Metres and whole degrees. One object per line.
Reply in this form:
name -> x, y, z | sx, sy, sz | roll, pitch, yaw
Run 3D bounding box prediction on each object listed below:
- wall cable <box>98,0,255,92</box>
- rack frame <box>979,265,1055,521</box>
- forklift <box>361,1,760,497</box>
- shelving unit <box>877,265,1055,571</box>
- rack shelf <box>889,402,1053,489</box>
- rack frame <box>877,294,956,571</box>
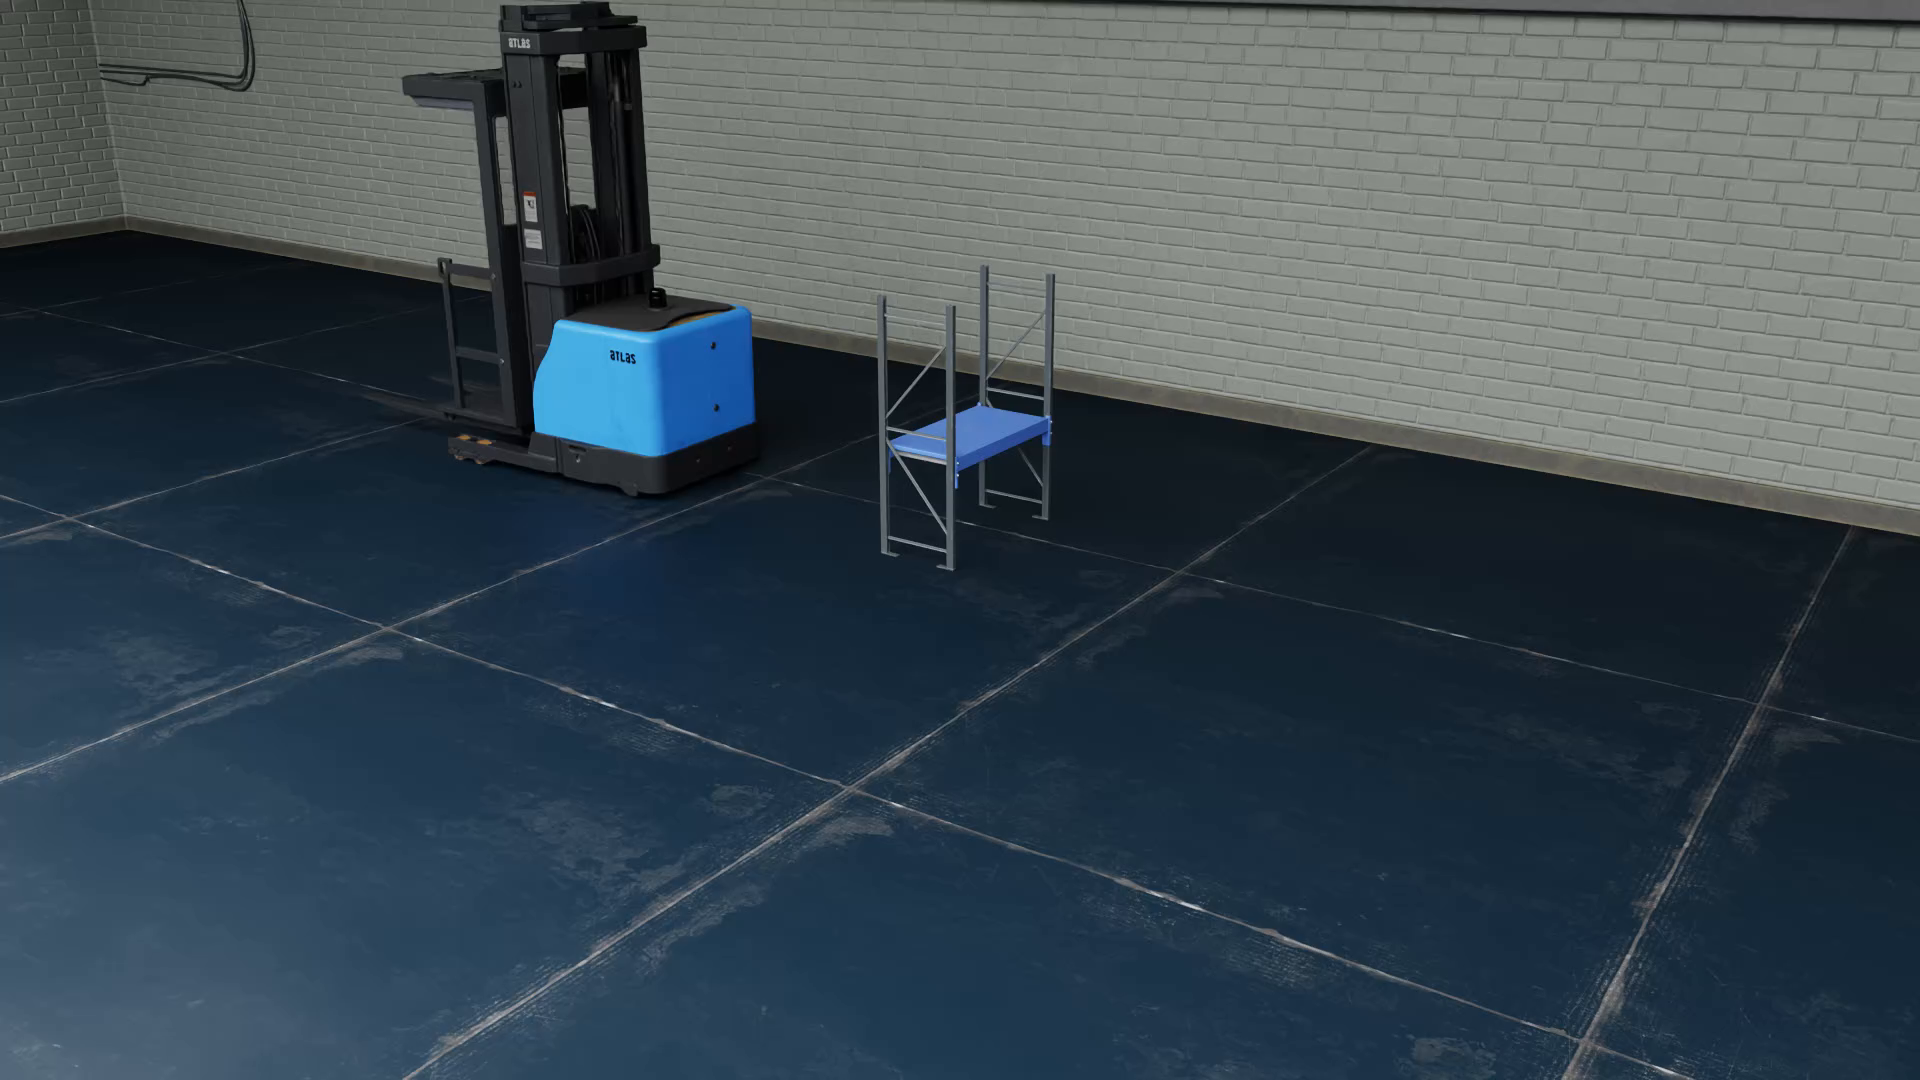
wall cable -> -8.696, -6.160, 17.924 | 3.097, 2.526, 0.112 | 13, 24, 32
rack frame -> 0.334, -0.874, 9.965 | 0.500, 1.500, 0.032 | 13, 24, 32
forklift -> -2.849, -2.017, 10.992 | 3.031, 2.935, 1.130 | 13, 24, 31
shelving unit -> 0.048, -0.728, 9.571 | 0.538, 1.500, 1.048 | 13, 24, 32
rack shelf -> 0.048, -0.559, 9.633 | 0.538, 0.185, 1.000 | 13, 24, 32
rack frame -> -0.238, -0.582, 9.177 | 0.500, 1.500, 0.032 | 13, 24, 32
